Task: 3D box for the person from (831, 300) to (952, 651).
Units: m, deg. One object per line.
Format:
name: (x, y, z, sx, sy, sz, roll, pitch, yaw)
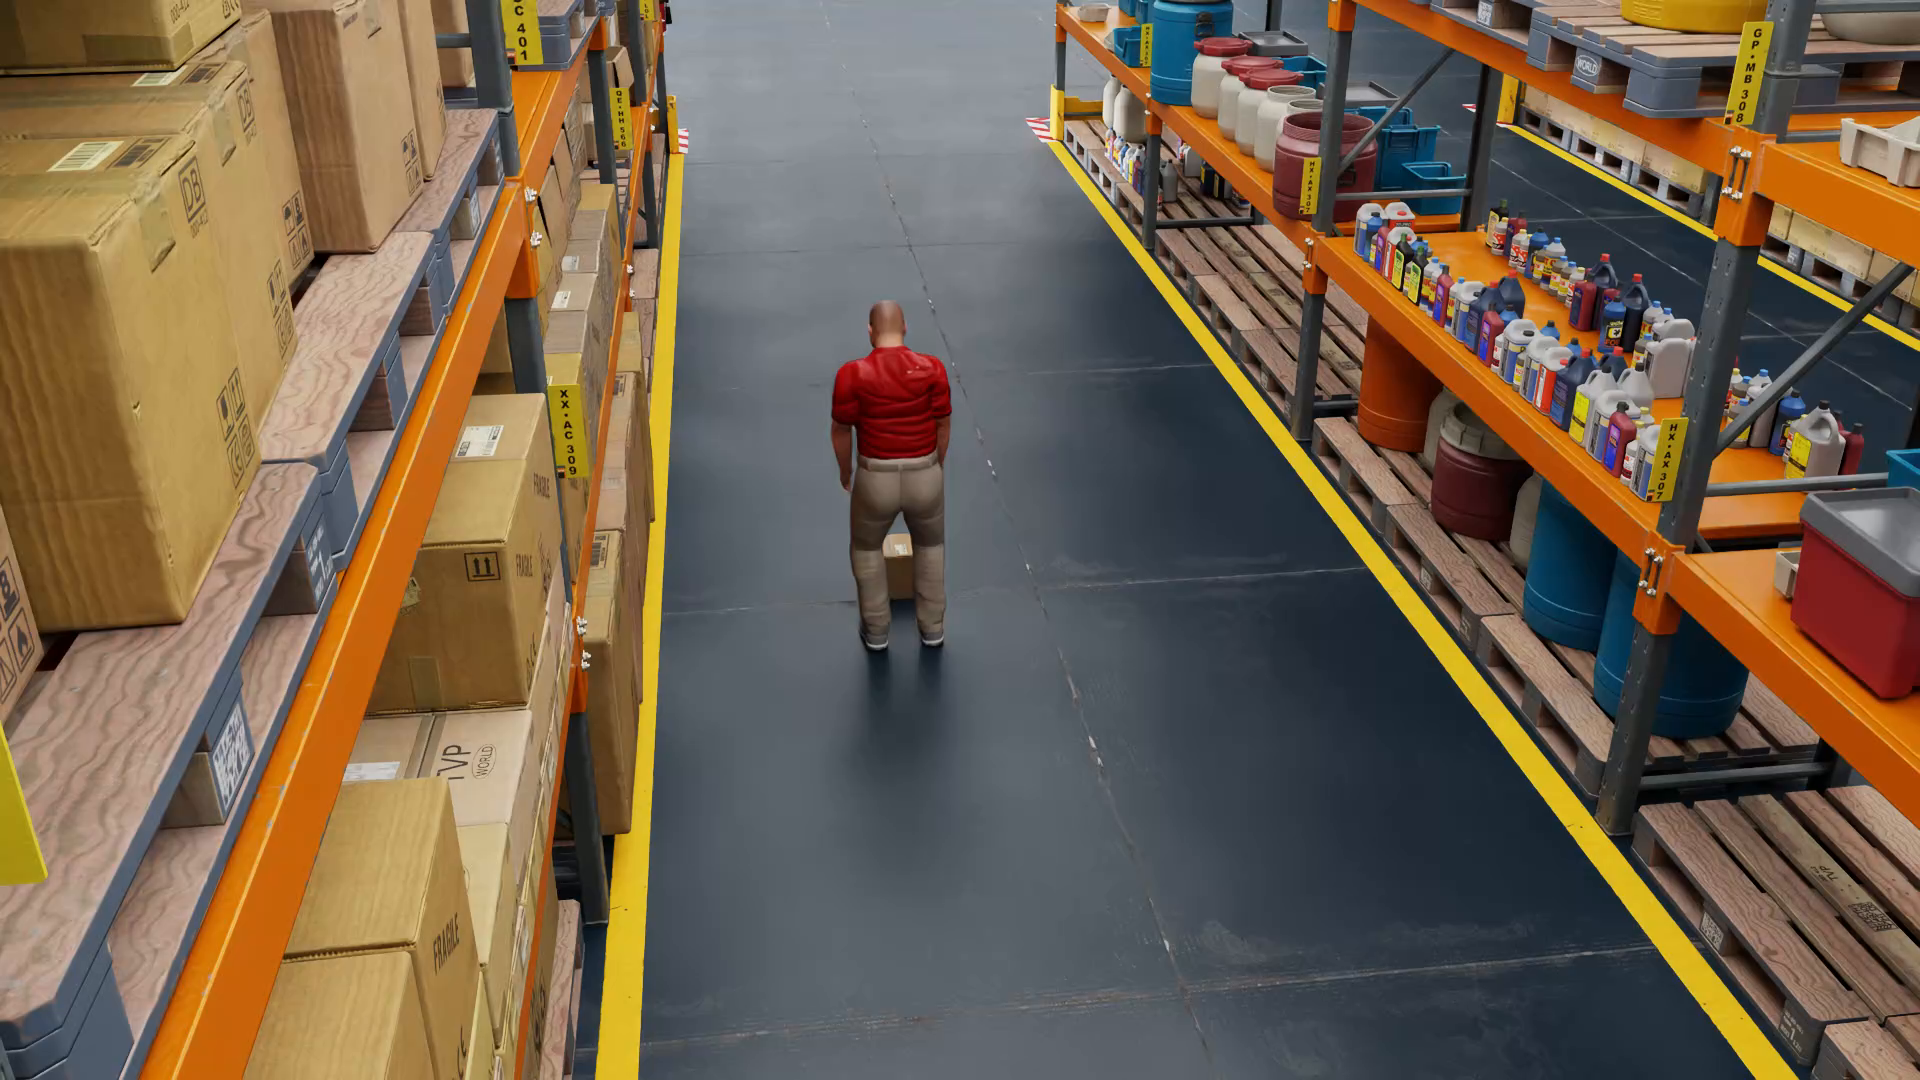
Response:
person: (-0.315, -0.275, 7.737, 0.553, 1.687, 0.416, -3, 27, -6)
